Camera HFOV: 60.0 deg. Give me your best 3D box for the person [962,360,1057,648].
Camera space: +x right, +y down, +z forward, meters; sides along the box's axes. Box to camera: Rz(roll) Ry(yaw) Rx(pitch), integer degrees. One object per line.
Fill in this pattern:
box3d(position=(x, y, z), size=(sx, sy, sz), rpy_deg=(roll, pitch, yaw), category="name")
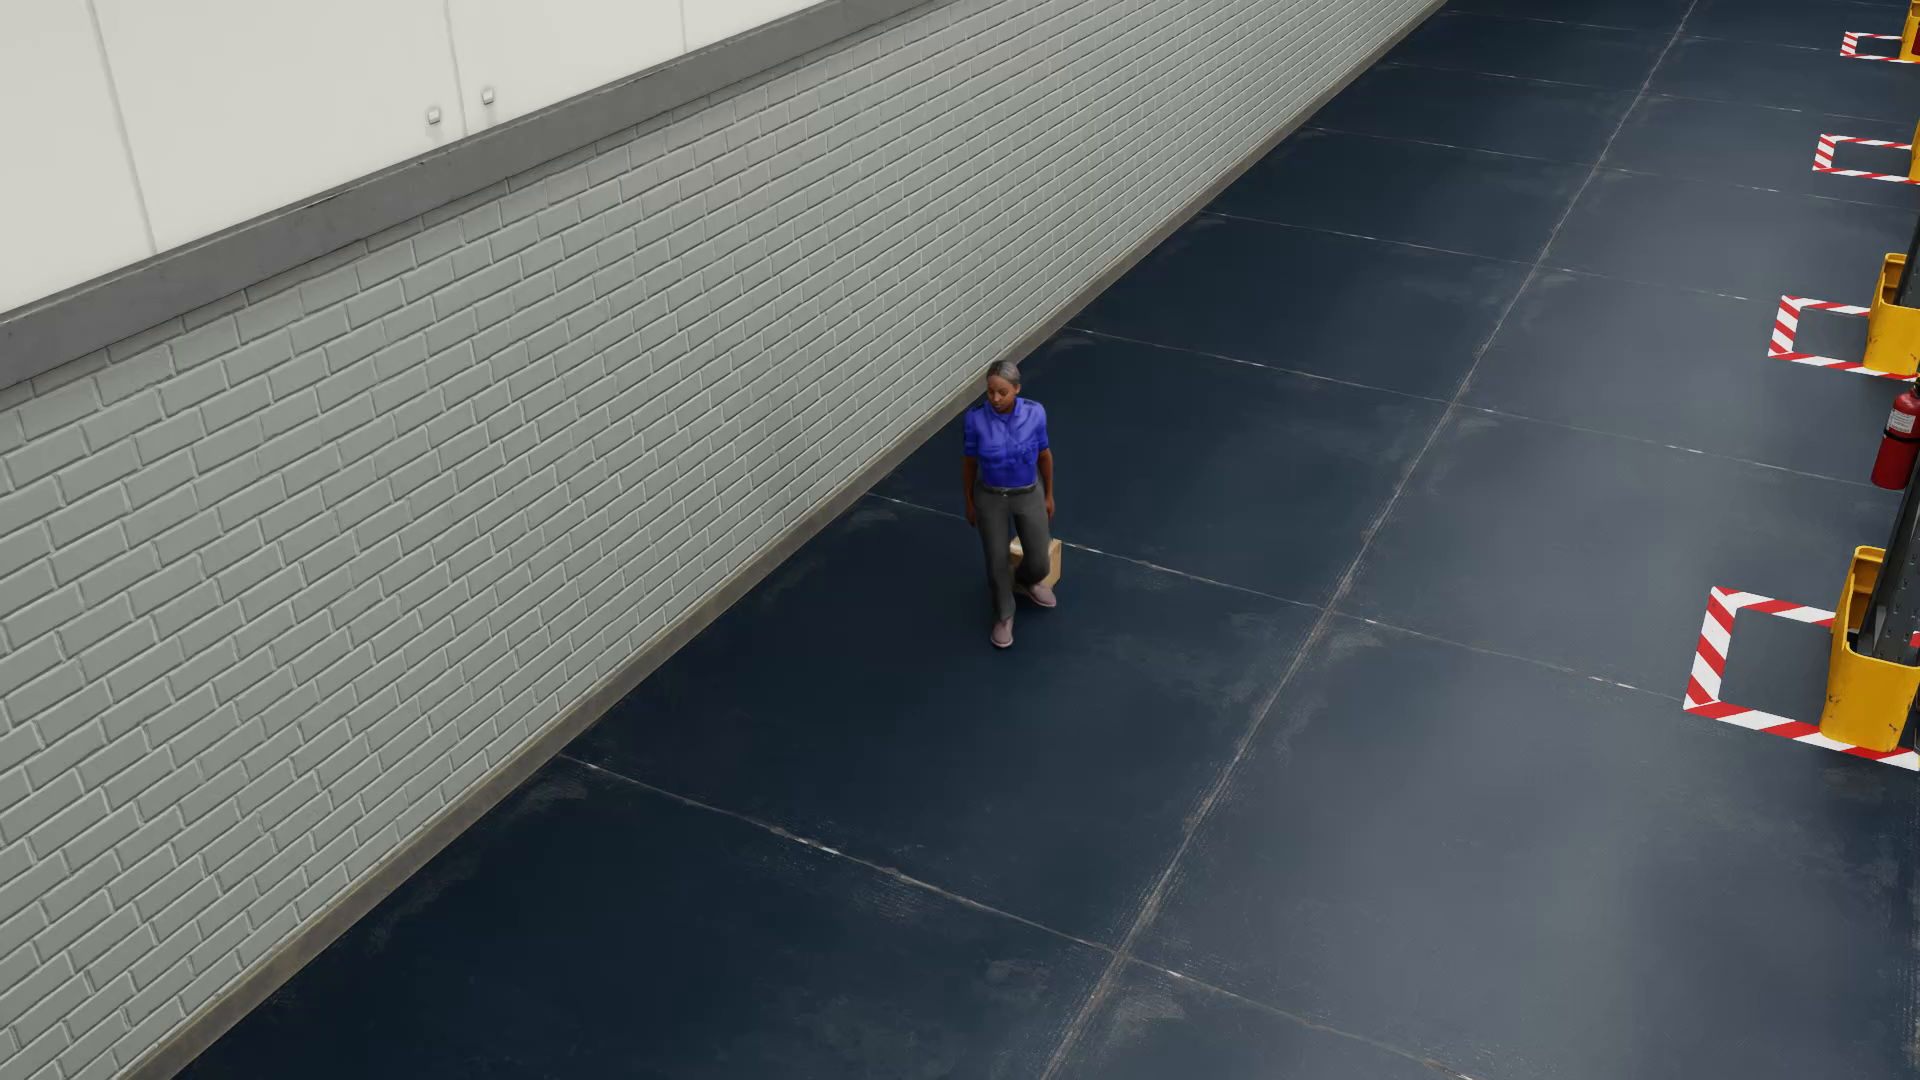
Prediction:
box3d(position=(0.271, -0.233, 8.701), size=(0.524, 1.637, 0.517), rpy_deg=(-1, 30, -1), category="person")
